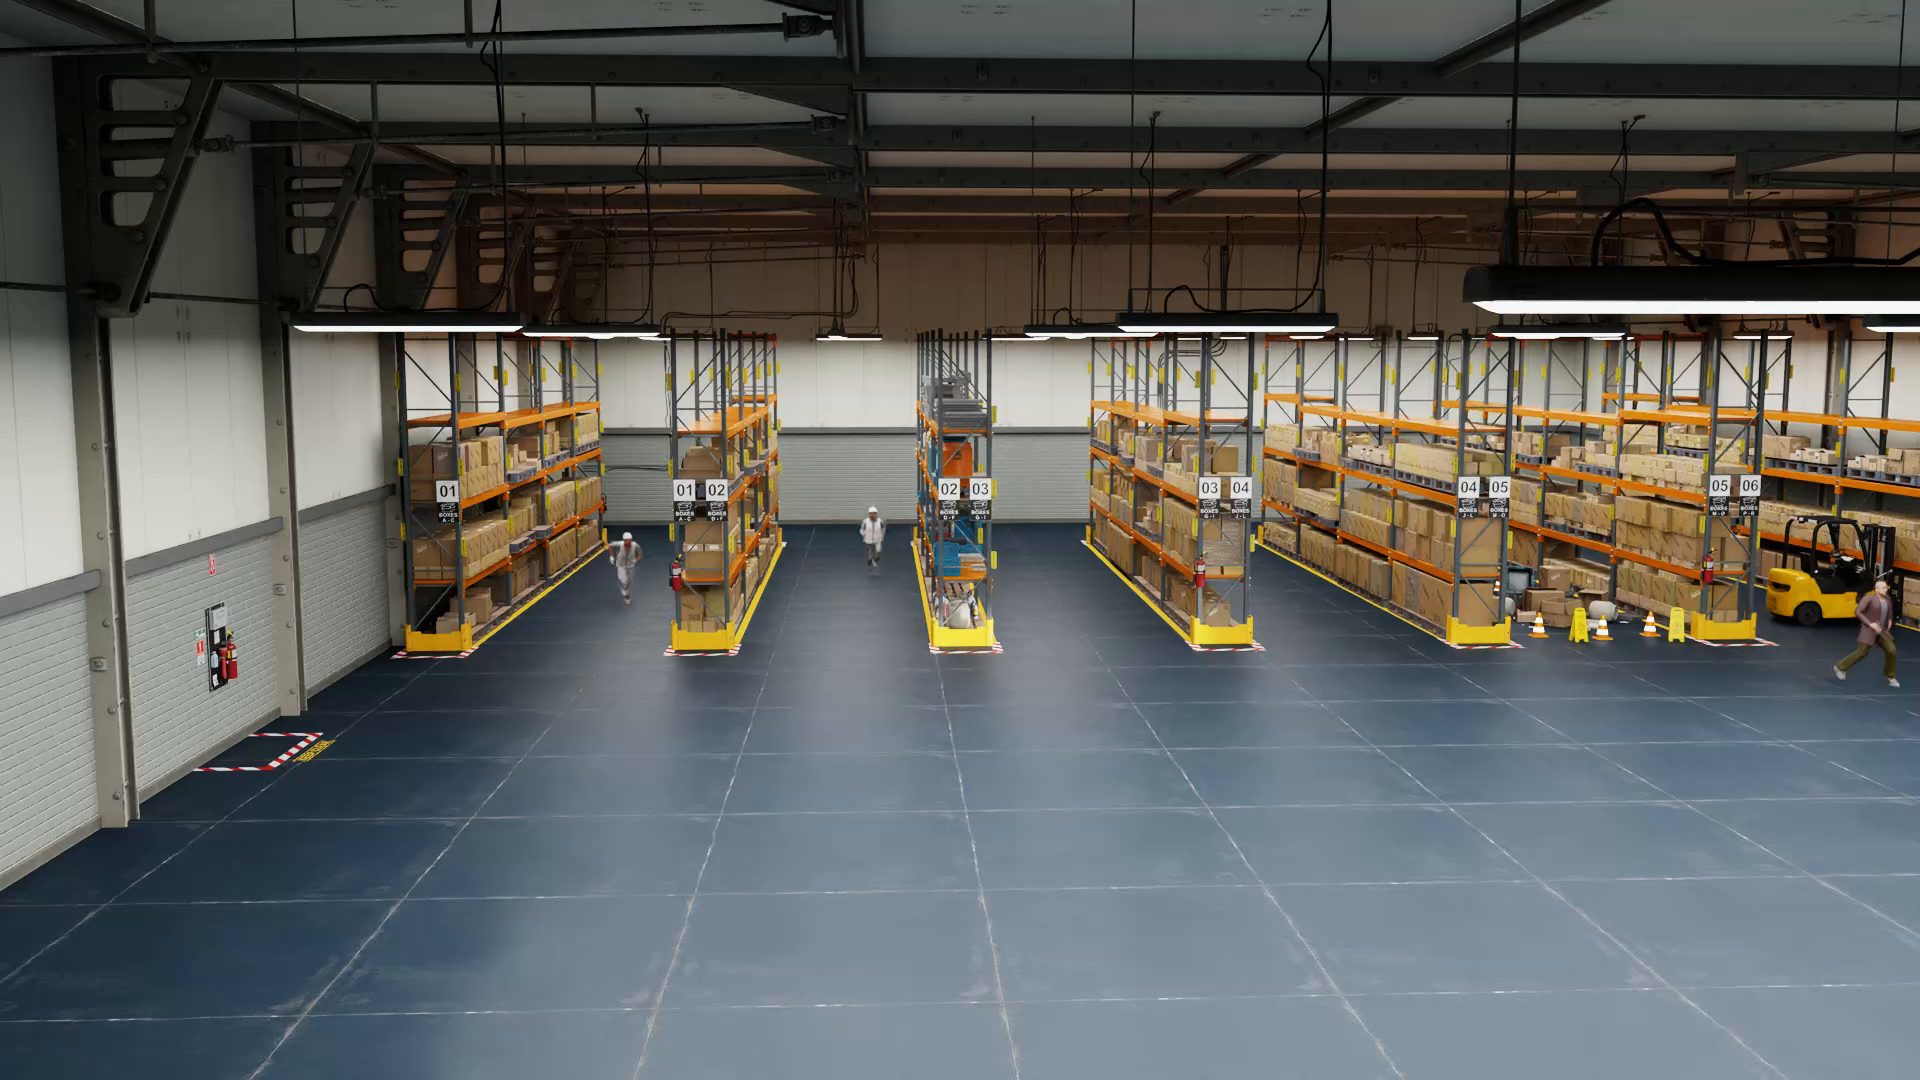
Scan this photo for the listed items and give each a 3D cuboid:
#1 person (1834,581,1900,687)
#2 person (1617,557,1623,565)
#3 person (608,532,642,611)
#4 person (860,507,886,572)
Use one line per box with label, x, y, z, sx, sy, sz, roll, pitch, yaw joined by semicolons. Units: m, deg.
person;15.401;1.566;28.088;0.937;1.774;0.831;-2;7;-18
person;16.104;0.169;40.087;0.640;1.708;0.931;0;7;-1
person;-7.271;0.656;36.137;0.706;1.732;1.052;-2;7;-18
person;-2.128;-0.003;40.815;0.653;1.651;0.956;-1;7;-4
